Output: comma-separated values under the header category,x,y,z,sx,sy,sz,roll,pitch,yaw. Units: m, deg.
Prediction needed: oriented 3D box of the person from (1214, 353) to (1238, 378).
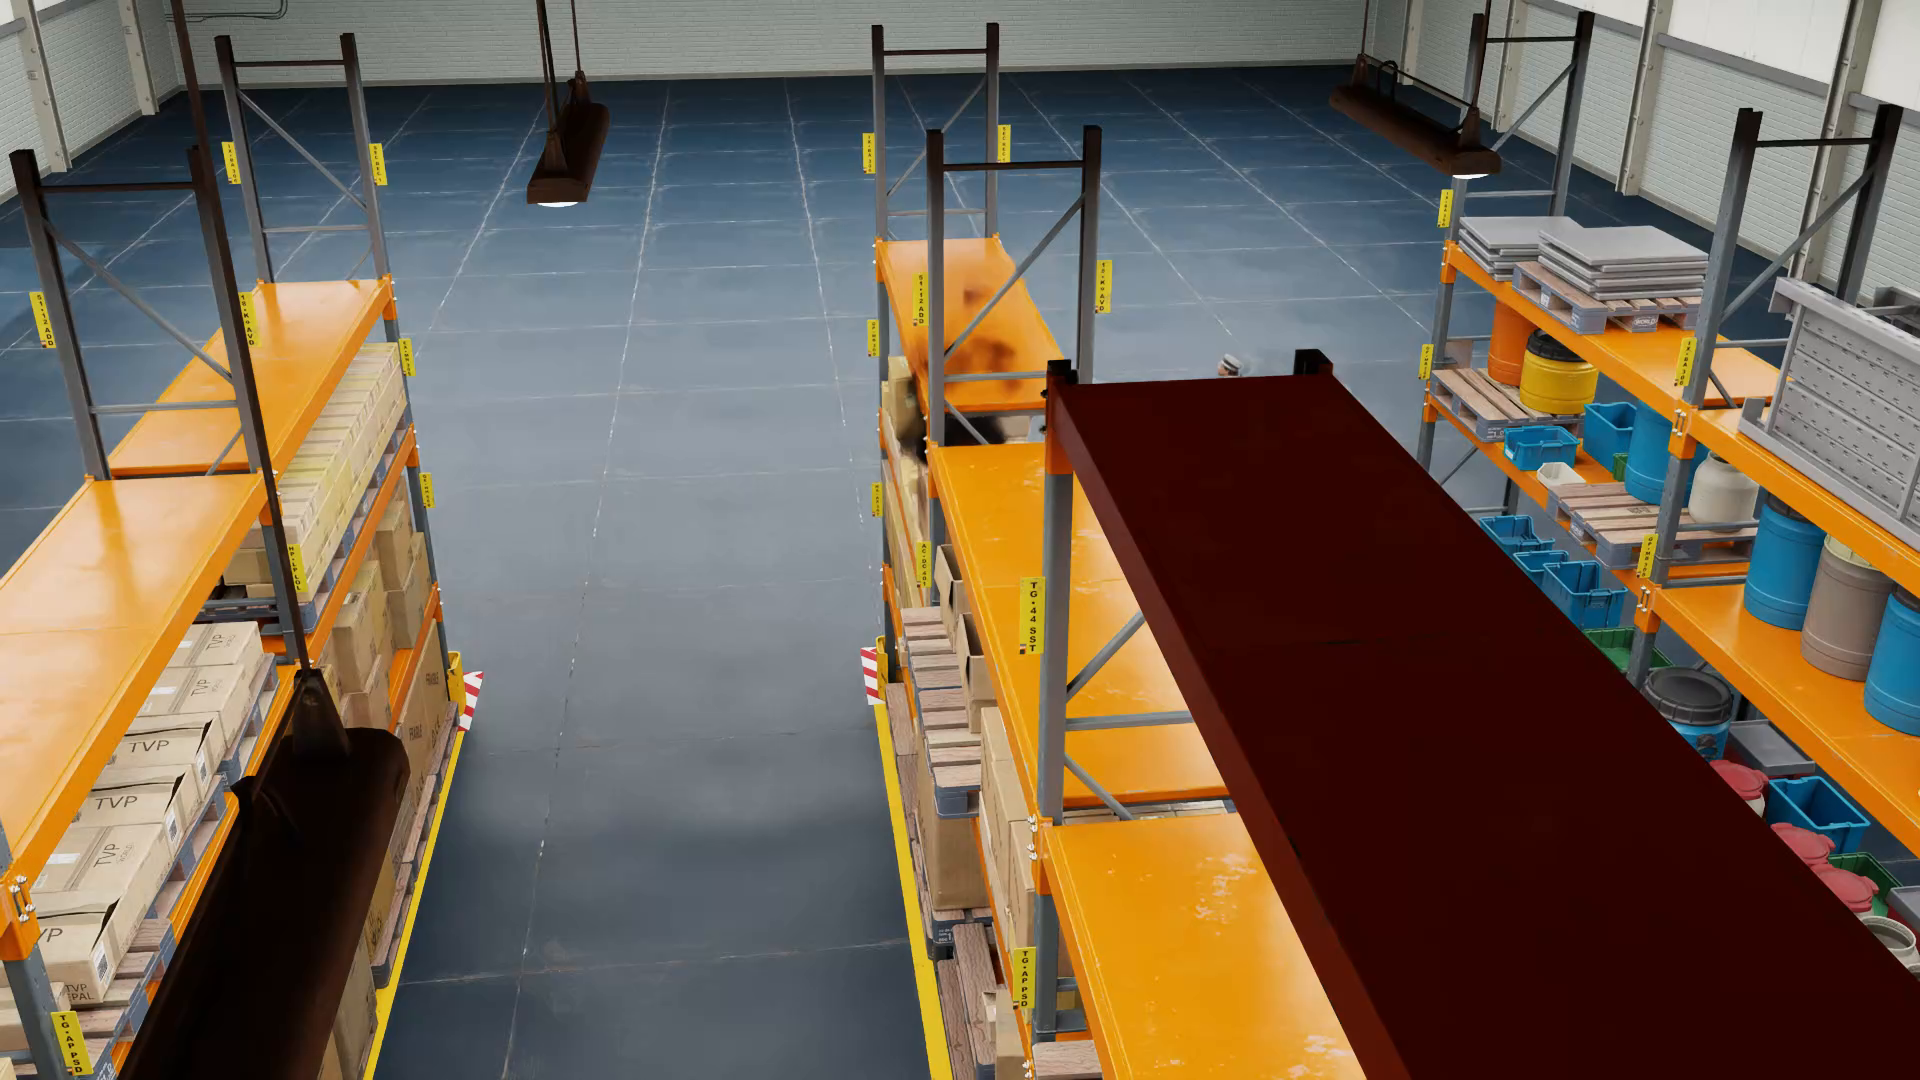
category,x,y,z,sx,sy,sz,roll,pitch,yaw
person,3.008,-1.417,19.562,0.545,1.655,0.620,6,26,13
